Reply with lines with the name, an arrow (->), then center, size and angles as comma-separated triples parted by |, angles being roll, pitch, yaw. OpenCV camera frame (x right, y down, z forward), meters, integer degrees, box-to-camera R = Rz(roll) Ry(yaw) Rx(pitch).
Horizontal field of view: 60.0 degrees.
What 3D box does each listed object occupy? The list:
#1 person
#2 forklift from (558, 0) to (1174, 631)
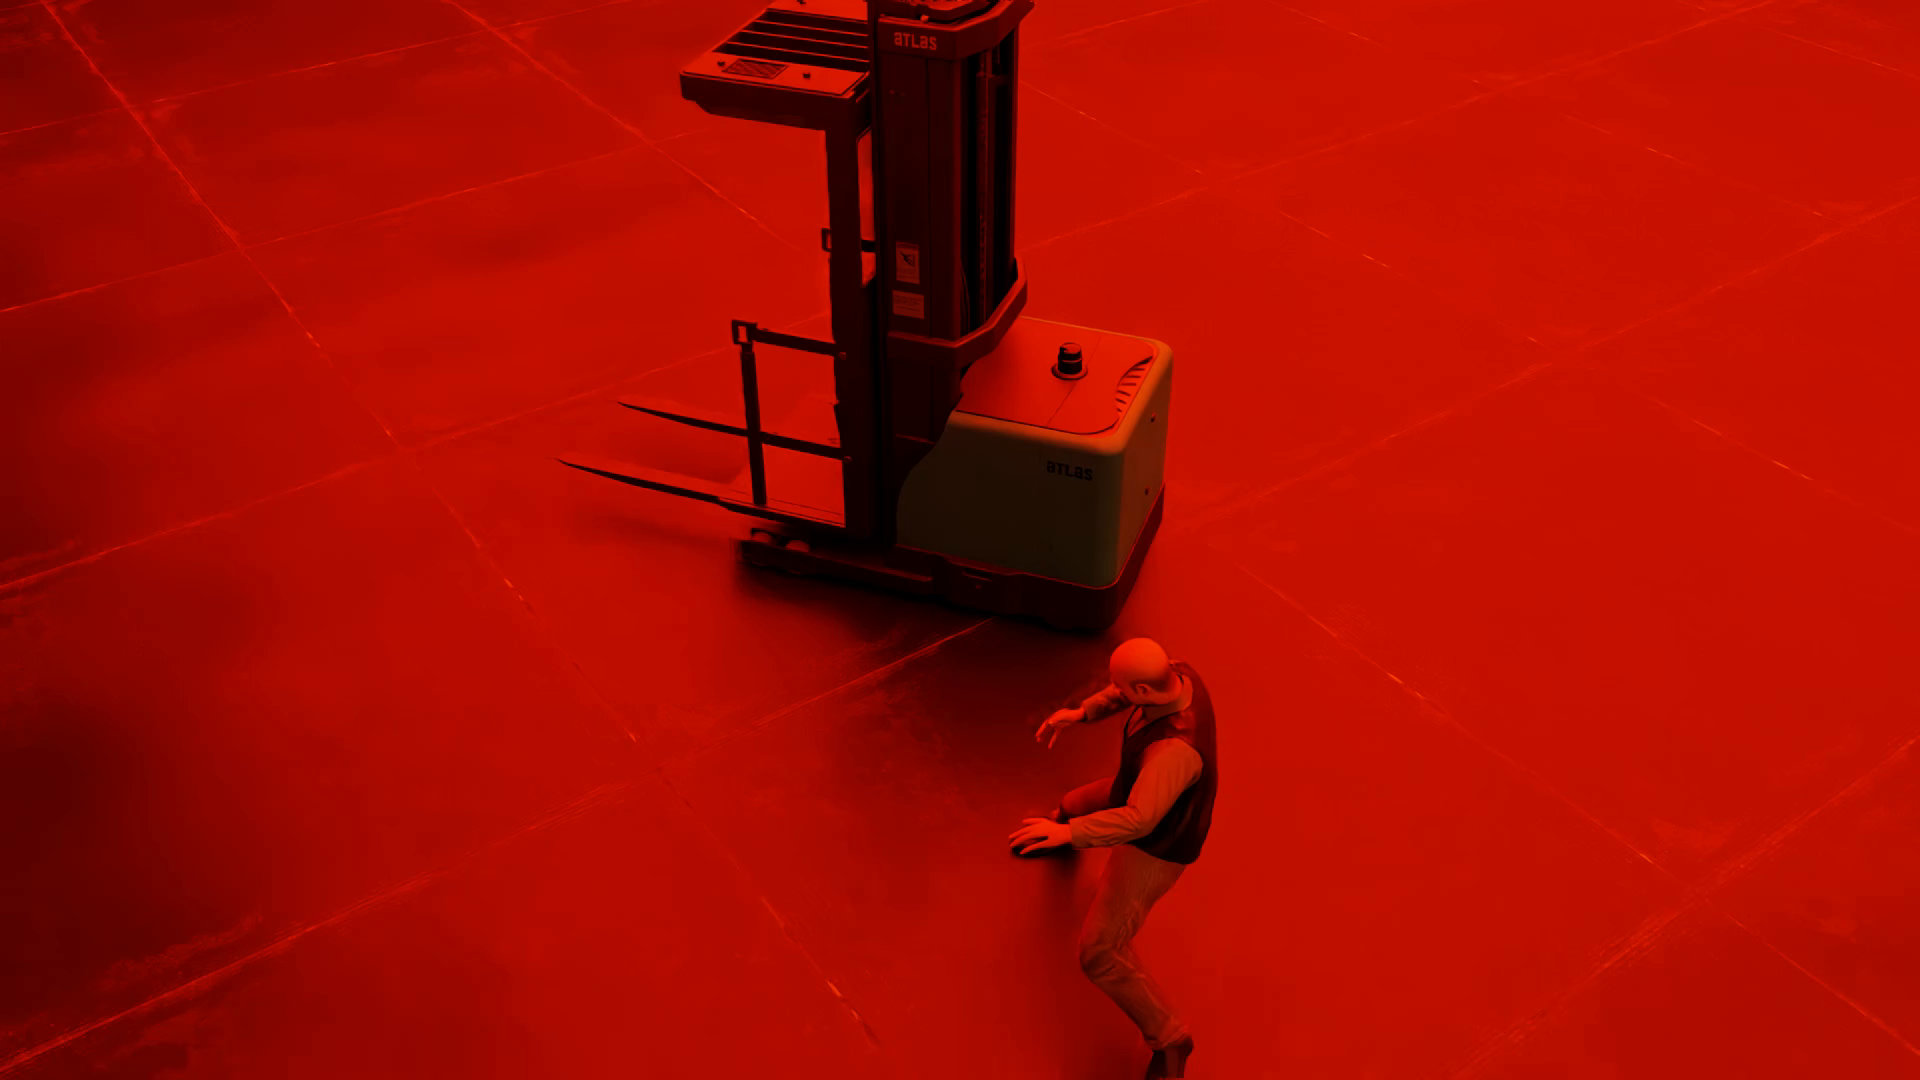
person -> 0.520, 0.974, 5.822 | 0.735, 1.506, 1.298 | 3, 37, 5
forklift -> -0.547, -1.291, 7.691 | 3.031, 2.935, 1.130 | 12, 38, 16
